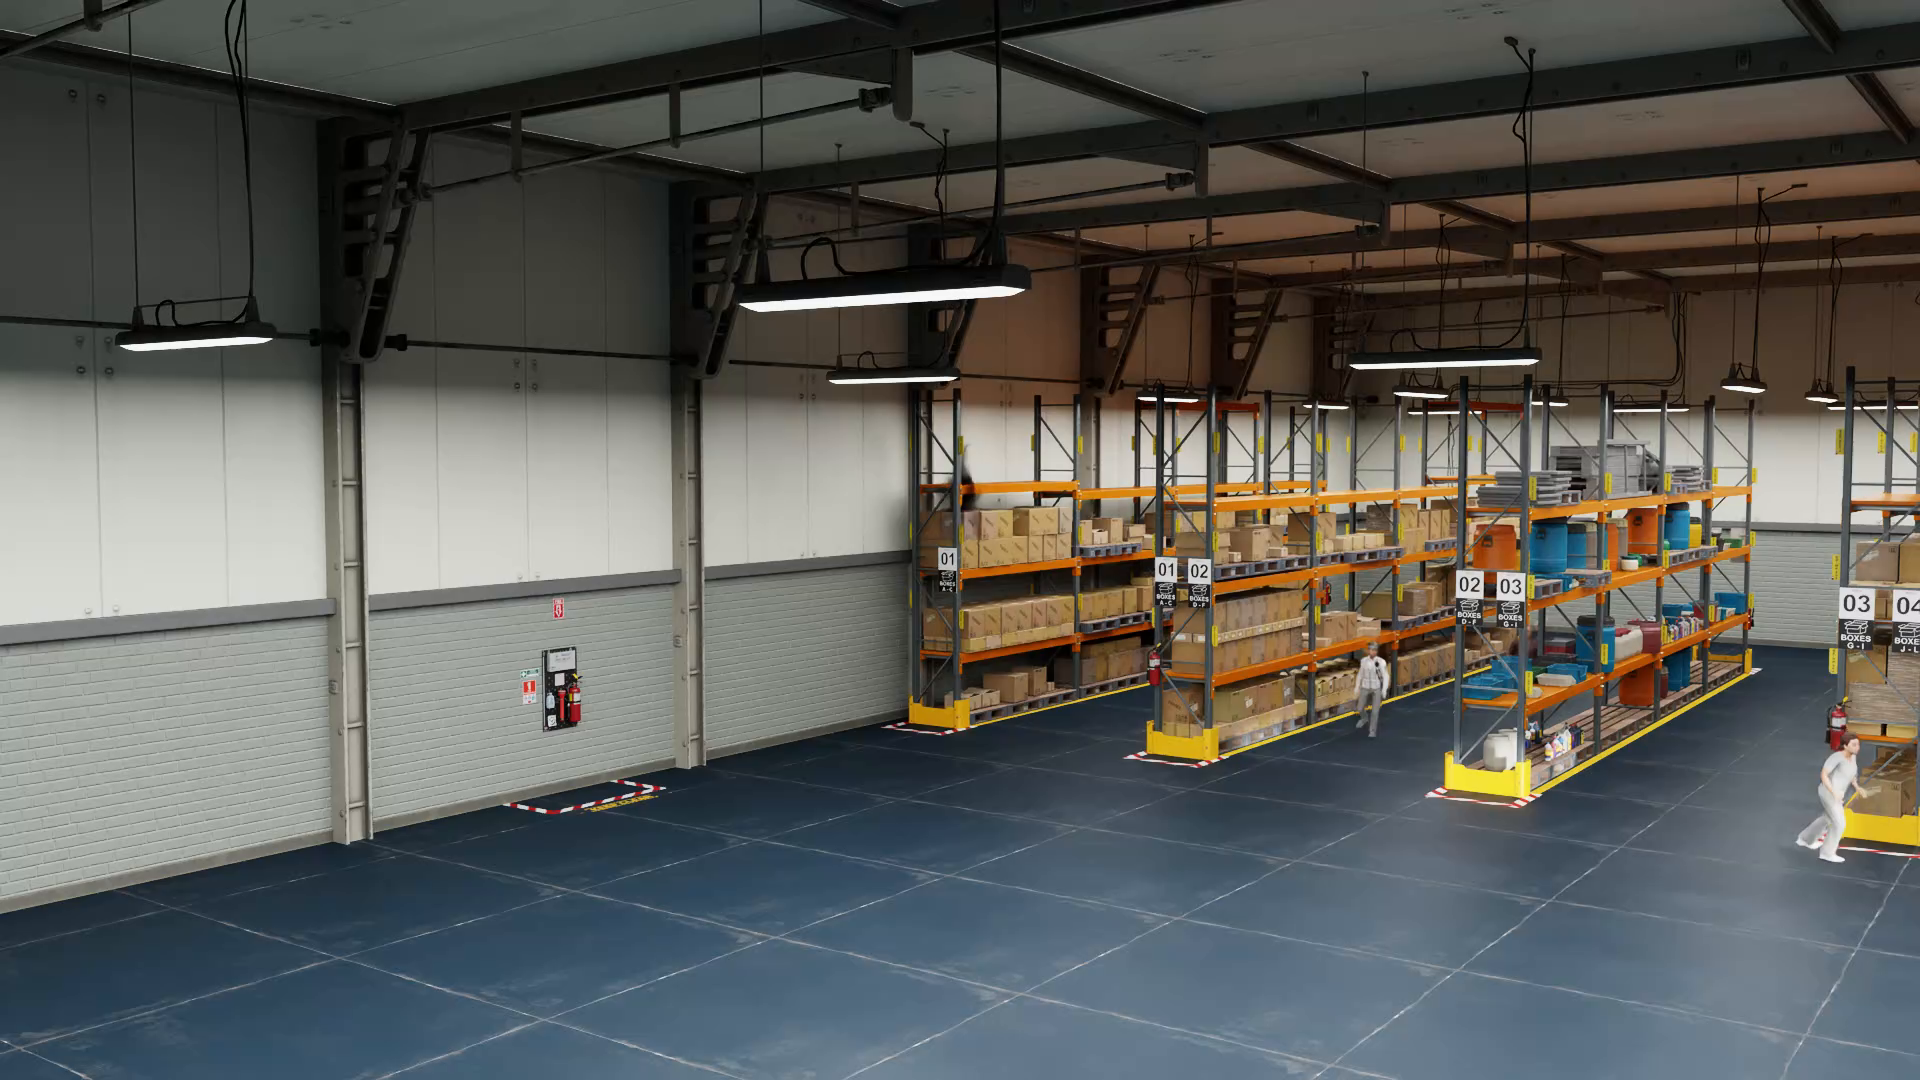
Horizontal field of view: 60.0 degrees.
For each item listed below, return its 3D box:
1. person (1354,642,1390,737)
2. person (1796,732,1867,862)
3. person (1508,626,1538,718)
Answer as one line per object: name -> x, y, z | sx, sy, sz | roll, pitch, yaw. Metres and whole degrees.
person -> 7.081, 2.551, 28.572 | 0.643, 1.649, 0.640 | 2, 4, 28
person -> 10.493, 3.070, 20.084 | 0.610, 1.585, 0.798 | -3, 4, -39
person -> 10.359, 2.425, 30.351 | 0.727, 1.734, 0.721 | 2, 4, 28
